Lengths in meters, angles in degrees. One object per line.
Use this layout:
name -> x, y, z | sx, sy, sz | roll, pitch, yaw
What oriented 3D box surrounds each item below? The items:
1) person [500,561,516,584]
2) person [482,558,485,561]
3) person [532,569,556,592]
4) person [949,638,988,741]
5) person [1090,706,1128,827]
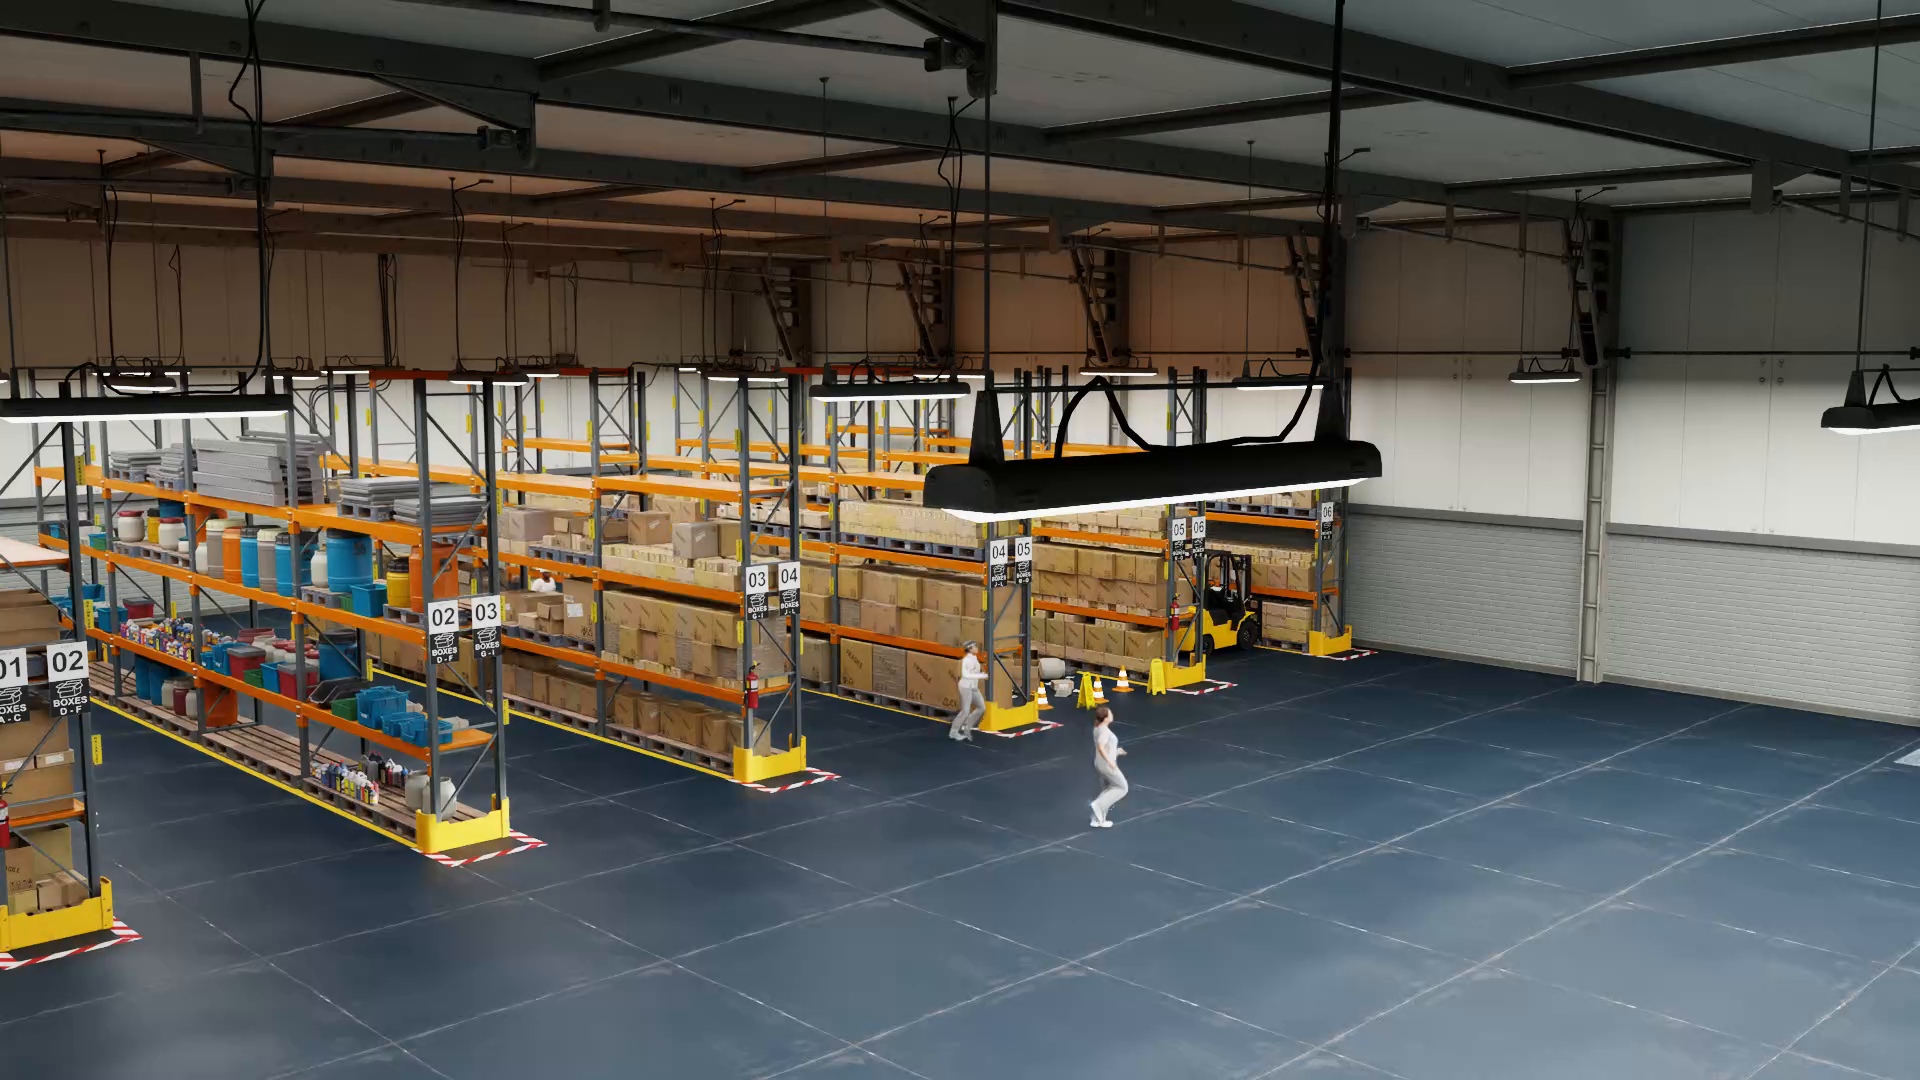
person -> -11.075, 0.941, 40.701 | 0.547, 1.623, 0.599 | -6, 9, -41
person -> -10.884, 1.236, 37.592 | 0.705, 1.731, 0.578 | -3, 7, -27
person -> -8.861, 1.445, 35.535 | 0.635, 1.814, 0.841 | -6, 9, -41
person -> 0.183, 2.442, 27.197 | 0.652, 1.694, 0.618 | 2, 7, 19
person -> 1.981, 3.022, 22.197 | 0.553, 1.630, 0.557 | -2, 7, -16
